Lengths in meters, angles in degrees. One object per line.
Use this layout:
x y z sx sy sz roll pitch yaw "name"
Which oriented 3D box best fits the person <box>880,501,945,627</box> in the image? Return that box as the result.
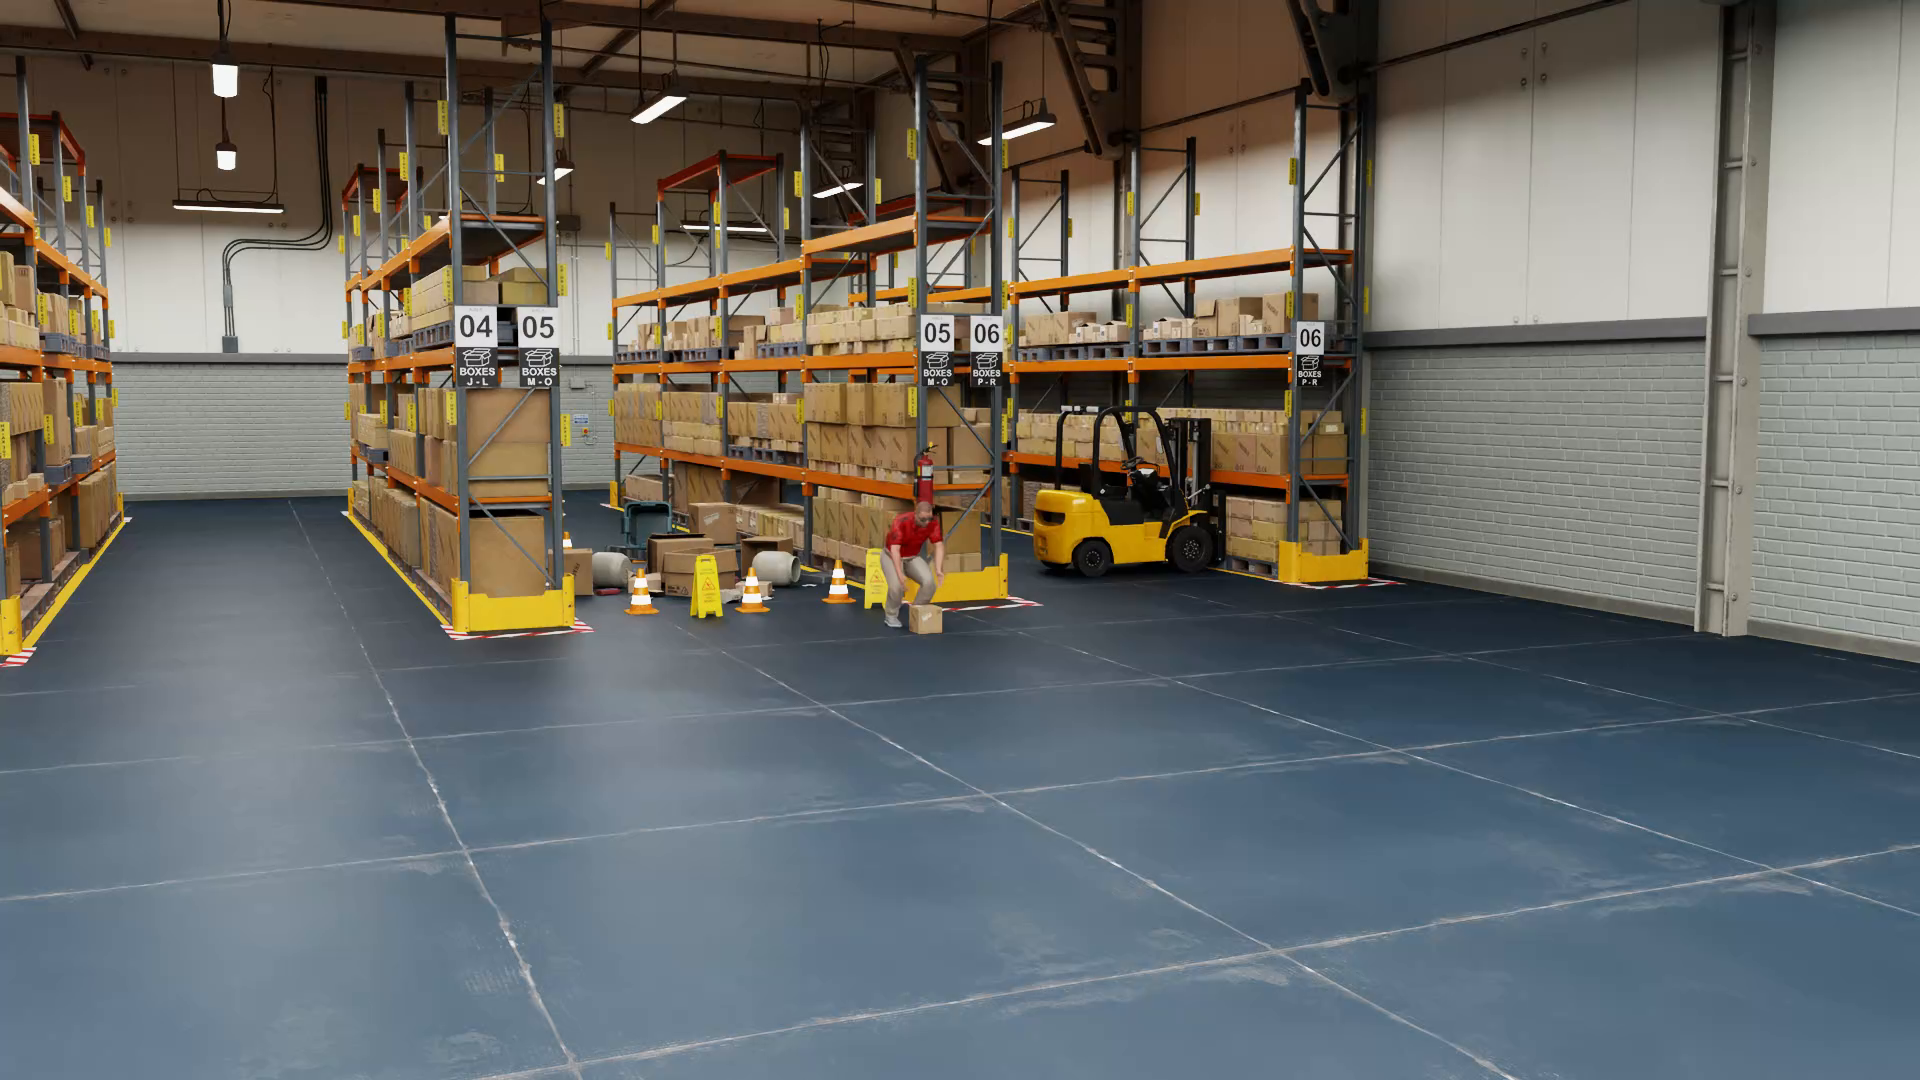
-0.483 0.230 16.775 0.588 1.289 0.770 -2 6 -24 "person"
